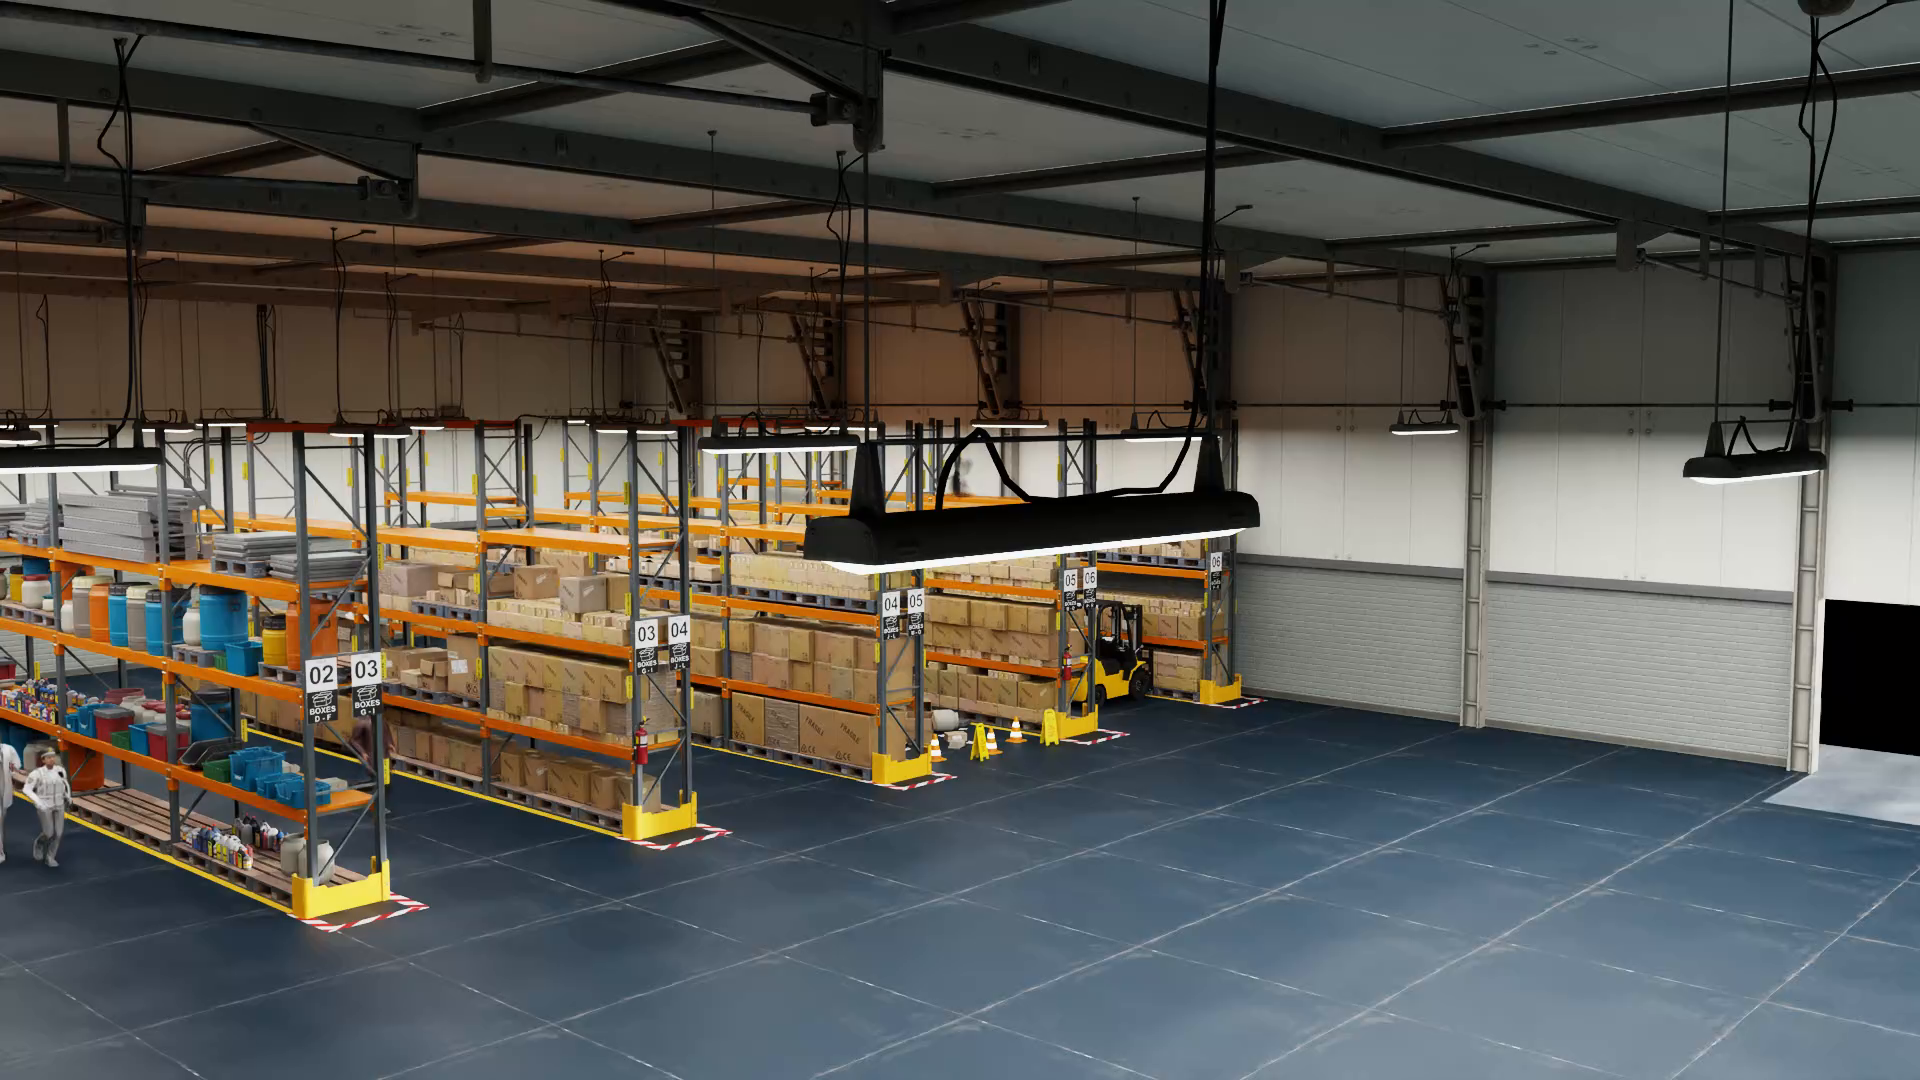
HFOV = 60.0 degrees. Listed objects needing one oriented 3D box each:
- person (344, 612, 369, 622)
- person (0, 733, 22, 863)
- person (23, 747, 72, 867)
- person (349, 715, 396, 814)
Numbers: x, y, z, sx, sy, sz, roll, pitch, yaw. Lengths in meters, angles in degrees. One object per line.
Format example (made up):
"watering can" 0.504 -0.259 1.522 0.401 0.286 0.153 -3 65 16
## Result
"person" -14.086 2.314 38.752 0.690 1.800 0.901 0 5 1
"person" -13.492 3.534 23.270 0.837 1.828 0.701 3 6 34
"person" -12.454 3.646 22.768 0.539 1.647 0.599 3 6 36
"person" -9.074 3.371 25.766 0.631 1.726 0.726 3 6 33
